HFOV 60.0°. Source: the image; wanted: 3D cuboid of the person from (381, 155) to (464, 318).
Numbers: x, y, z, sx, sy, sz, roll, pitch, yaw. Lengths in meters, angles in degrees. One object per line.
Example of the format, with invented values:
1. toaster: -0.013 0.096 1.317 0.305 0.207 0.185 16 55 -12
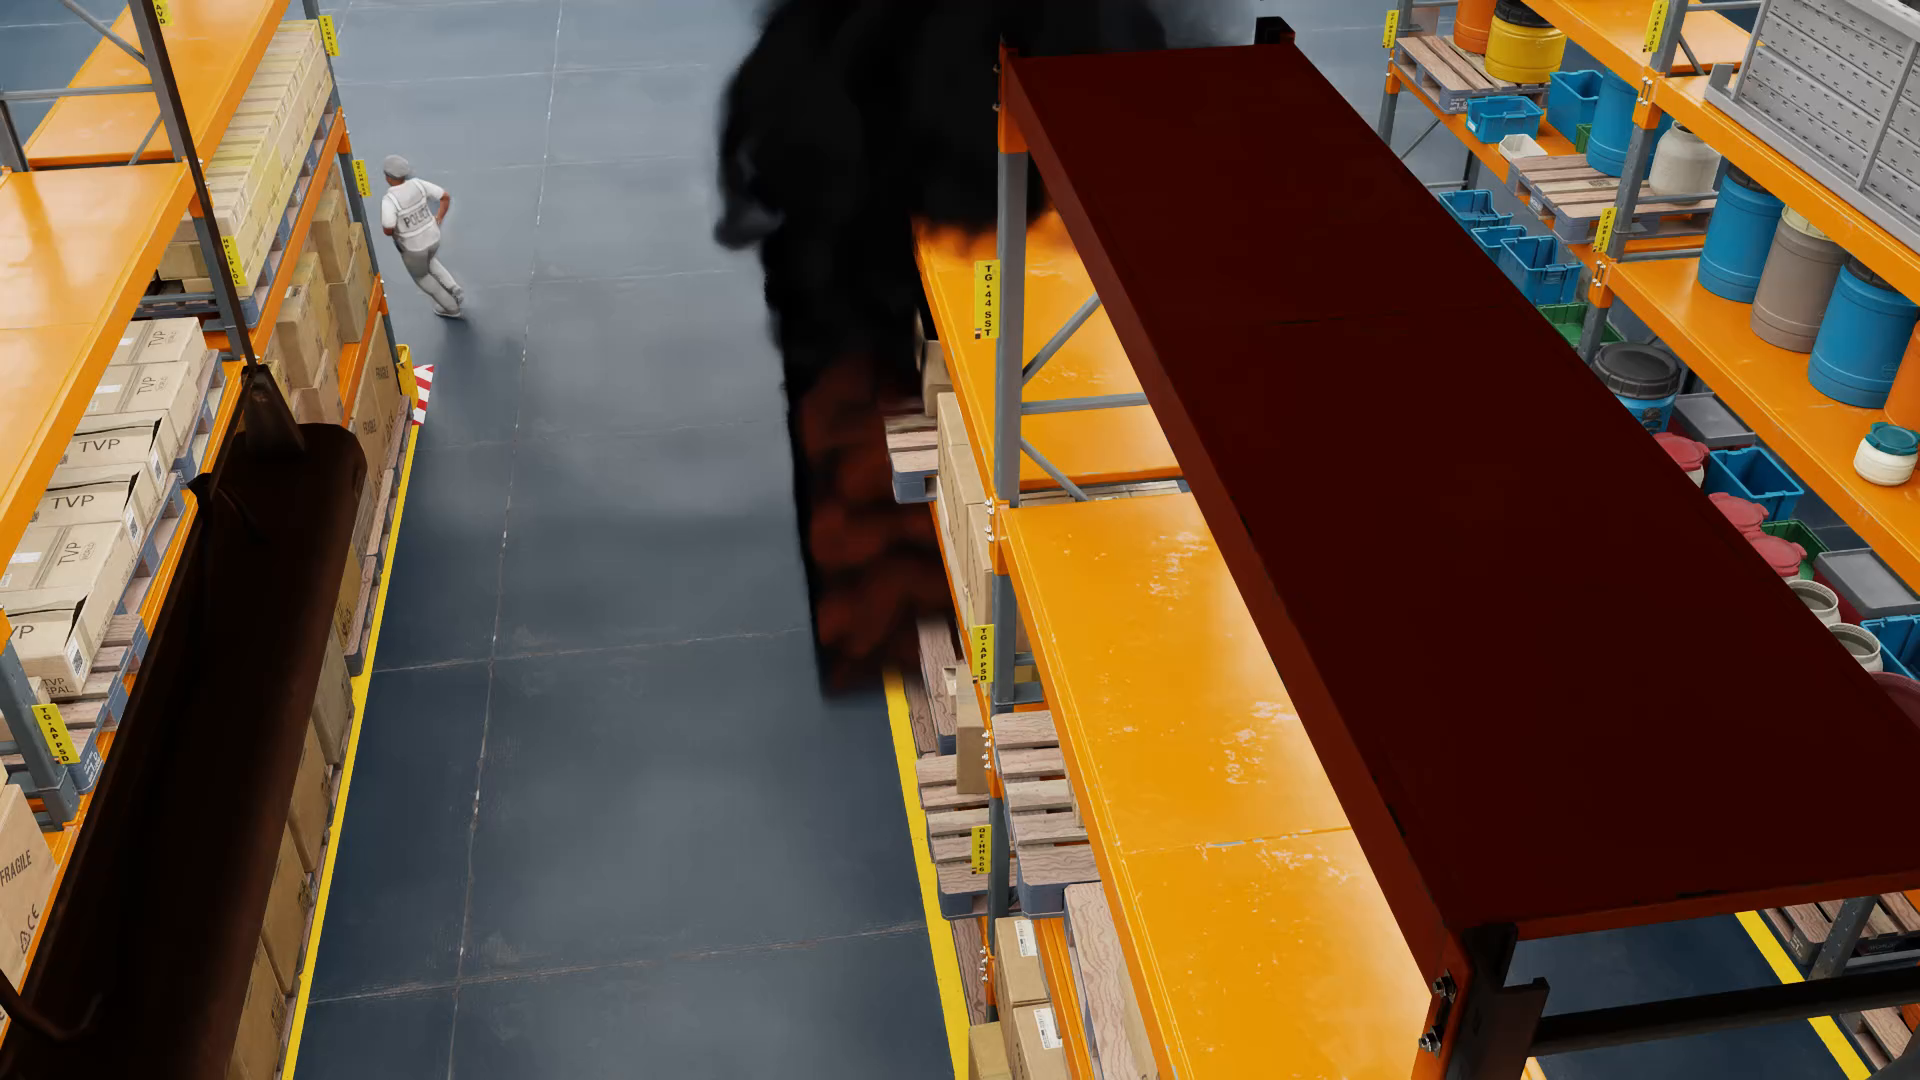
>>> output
1. person: -5.230 -2.893 15.924 0.546 1.712 0.673 19 40 24

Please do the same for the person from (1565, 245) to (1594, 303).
1. person: 5.876 -2.490 15.533 0.538 1.625 0.751 -12 38 -16
